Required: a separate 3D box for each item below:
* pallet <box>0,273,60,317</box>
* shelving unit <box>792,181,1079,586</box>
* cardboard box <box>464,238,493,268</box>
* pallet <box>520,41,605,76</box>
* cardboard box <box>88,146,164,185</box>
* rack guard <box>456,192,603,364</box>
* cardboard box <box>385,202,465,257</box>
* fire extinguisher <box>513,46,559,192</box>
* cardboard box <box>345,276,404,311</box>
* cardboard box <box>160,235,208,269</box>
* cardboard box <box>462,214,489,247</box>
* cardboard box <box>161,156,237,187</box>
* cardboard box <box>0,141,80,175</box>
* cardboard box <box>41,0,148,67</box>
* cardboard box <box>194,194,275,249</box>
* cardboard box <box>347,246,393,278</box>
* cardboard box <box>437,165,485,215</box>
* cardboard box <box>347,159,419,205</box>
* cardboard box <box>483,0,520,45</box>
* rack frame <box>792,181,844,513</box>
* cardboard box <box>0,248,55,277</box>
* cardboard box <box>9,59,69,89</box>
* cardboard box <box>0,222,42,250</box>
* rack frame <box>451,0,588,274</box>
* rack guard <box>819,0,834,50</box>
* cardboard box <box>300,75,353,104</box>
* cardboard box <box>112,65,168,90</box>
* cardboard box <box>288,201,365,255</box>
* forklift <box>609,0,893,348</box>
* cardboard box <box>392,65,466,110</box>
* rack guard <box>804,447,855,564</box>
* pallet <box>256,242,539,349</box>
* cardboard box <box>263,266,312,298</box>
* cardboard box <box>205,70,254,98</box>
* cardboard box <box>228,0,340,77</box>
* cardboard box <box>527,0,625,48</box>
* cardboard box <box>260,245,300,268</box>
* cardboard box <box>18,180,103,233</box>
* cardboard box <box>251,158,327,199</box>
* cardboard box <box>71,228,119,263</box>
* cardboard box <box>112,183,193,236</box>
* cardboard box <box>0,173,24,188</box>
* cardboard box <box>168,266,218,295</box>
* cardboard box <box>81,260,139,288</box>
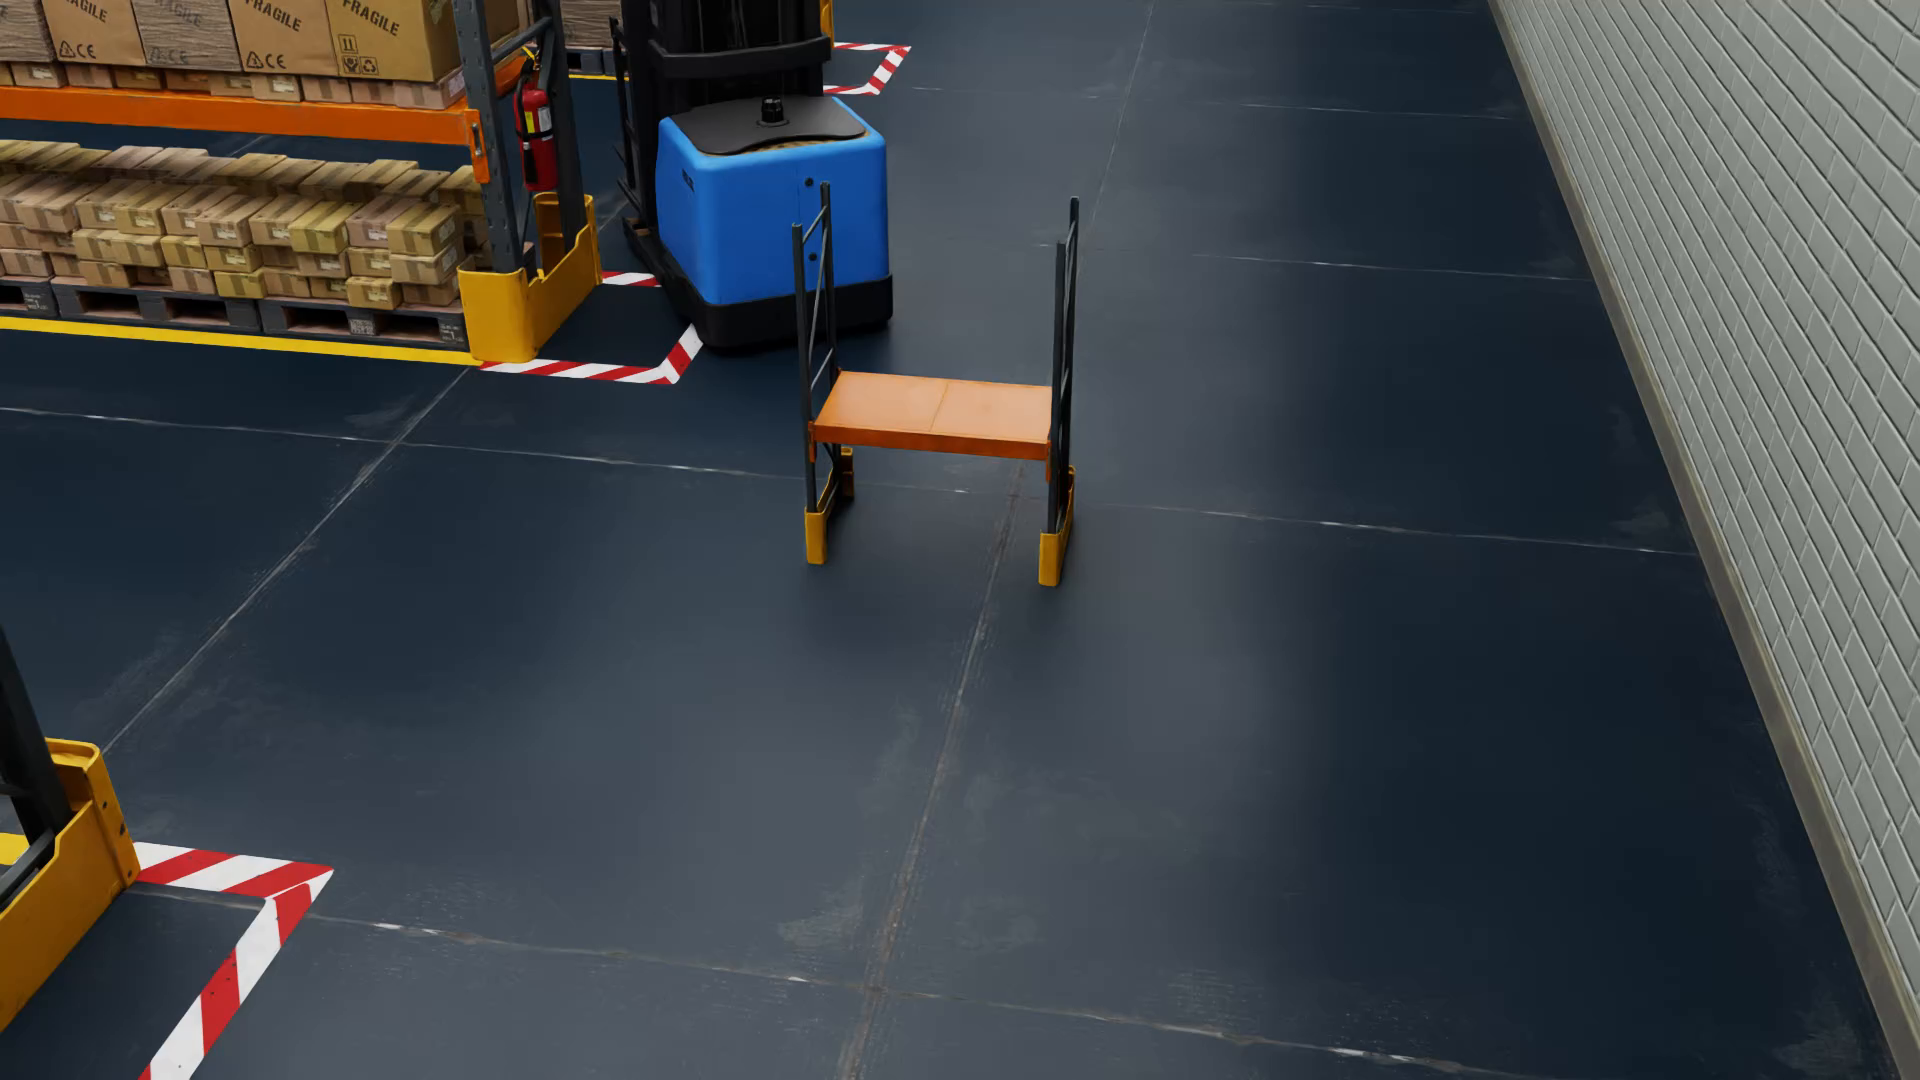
[{"bbox_3d":[-5.531,-1.640,9.671,1.213,0.211,1.003,5,32,8],"label":"pallet"},{"bbox_3d":[-0.075,-0.643,6.863,1.083,1.500,0.587,5,32,8],"label":"shelving unit"},{"bbox_3d":[-2.719,-1.690,9.414,0.250,0.149,0.380,6,33,9],"label":"cardboard box"},{"bbox_3d":[-3.322,-4.050,13.521,1.213,0.211,1.003,5,32,8],"label":"pallet"},{"bbox_3d":[-4.774,-2.129,9.555,0.250,0.149,0.380,4,32,6],"label":"cardboard box"},{"bbox_3d":[-2.331,-1.454,9.101,0.348,0.500,1.175,5,32,8],"label":"rack guard"},{"bbox_3d":[-2.820,-1.643,8.778,0.250,0.149,0.380,6,32,9],"label":"cardboard box"},{"bbox_3d":[-2.085,-2.052,8.125,0.183,0.674,0.296,5,32,8],"label":"fire extinguisher"},{"bbox_3d":[-3.080,-1.384,8.925,0.250,0.149,0.380,6,33,10],"label":"cardboard box"},{"bbox_3d":[-4.099,-1.617,9.018,0.250,0.149,0.380,7,33,11],"label":"cardboard box"},{"bbox_3d":[-2.729,-1.783,9.282,0.250,0.149,0.380,6,33,10],"label":"cardboard box"},{"bbox_3d":[-4.280,-2.032,9.400,0.250,0.149,0.380,5,32,8],"label":"cardboard box"},{"bbox_3d":[-5.299,-2.169,9.618,0.250,0.149,0.380,5,32,8],"label":"cardboard box"},{"bbox_3d":[-4.240,-2.719,8.392,0.500,0.500,0.500,7,33,11],"label":"cardboard box"},{"bbox_3d":[-3.854,-1.703,8.874,0.250,0.149,0.380,6,33,10],"label":"cardboard box"},{"bbox_3d":[-3.073,-1.551,8.912,0.250,0.149,0.380,4,32,7],"label":"cardboard box"},{"bbox_3d":[-2.715,-1.953,9.273,0.250,0.149,0.380,4,32,6],"label":"cardboard box"},{"bbox_3d":[-3.234,-2.004,9.354,0.250,0.149,0.380,5,32,8],"label":"cardboard box"},{"bbox_3d":[-2.652,-2.859,8.616,0.500,0.500,0.500,7,33,11],"label":"cardboard box"},{"bbox_3d":[-0.585,-0.689,6.937,0.032,1.500,0.500,5,32,8],"label":"rack frame"},{"bbox_3d":[-5.119,-1.617,9.298,0.250,0.149,0.380,5,32,7],"label":"cardboard box"},{"bbox_3d":[-4.668,-2.468,8.603,0.250,0.149,0.380,7,33,10],"label":"cardboard box"},{"bbox_3d":[-5.119,-1.755,9.238,0.250,0.149,0.380,4,32,6],"label":"cardboard box"},{"bbox_3d":[-2.256,-2.506,8.427,0.127,3.000,1.000,5,32,8],"label":"rack frame"},{"bbox_3d":[-1.298,-4.030,13.217,0.348,0.500,1.175,5,32,8],"label":"rack guard"},{"bbox_3d":[-3.113,-2.337,8.394,0.250,0.149,0.380,5,32,8],"label":"cardboard box"},{"bbox_3d":[-4.144,-2.457,8.585,0.250,0.149,0.380,6,32,9],"label":"cardboard box"},{"bbox_3d":[-3.335,-1.652,8.792,0.250,0.149,0.380,4,32,7],"label":"cardboard box"},{"bbox_3d":[-1.402,-3.019,9.311,1.130,2.935,3.031,-13,34,-19],"label":"forklift"},{"bbox_3d":[-2.625,-2.281,8.304,0.250,0.149,0.380,5,32,8],"label":"cardboard box"},{"bbox_3d":[-0.566,-0.157,7.266,0.087,0.250,0.587,5,32,8],"label":"rack guard"},{"bbox_3d":[-3.126,-1.422,9.323,1.213,0.211,1.003,5,32,8],"label":"pallet"},{"bbox_3d":[-3.572,-1.468,9.059,0.250,0.149,0.380,5,32,9],"label":"cardboard box"},{"bbox_3d":[-3.624,-2.387,8.473,0.250,0.149,0.380,4,32,6],"label":"cardboard box"},{"bbox_3d":[-3.249,-2.629,8.248,0.500,0.500,0.500,5,32,7],"label":"cardboard box"},{"bbox_3d":[-2.863,-4.465,13.163,0.875,0.875,0.875,5,32,8],"label":"cardboard box"},{"bbox_3d":[-3.584,-1.623,9.027,0.250,0.149,0.380,5,32,8],"label":"cardboard box"},{"bbox_3d":[-4.877,-1.817,9.056,0.250,0.149,0.380,6,33,9],"label":"cardboard box"},{"bbox_3d":[-3.764,-2.012,9.368,0.250,0.149,0.380,6,33,10],"label":"cardboard box"},{"bbox_3d":[-4.614,-1.663,9.090,0.250,0.149,0.380,5,32,8],"label":"cardboard box"},{"bbox_3d":[-4.358,-1.793,9.018,0.250,0.149,0.380,5,32,8],"label":"cardboard box"},{"bbox_3d":[-5.375,-1.894,9.179,0.250,0.149,0.380,5,32,8],"label":"cardboard box"},{"bbox_3d":[-4.100,-1.493,9.099,0.250,0.149,0.380,6,33,9],"label":"cardboard box"},{"bbox_3d":[-4.608,-1.538,9.171,0.250,0.149,0.380,4,32,7],"label":"cardboard box"}]
